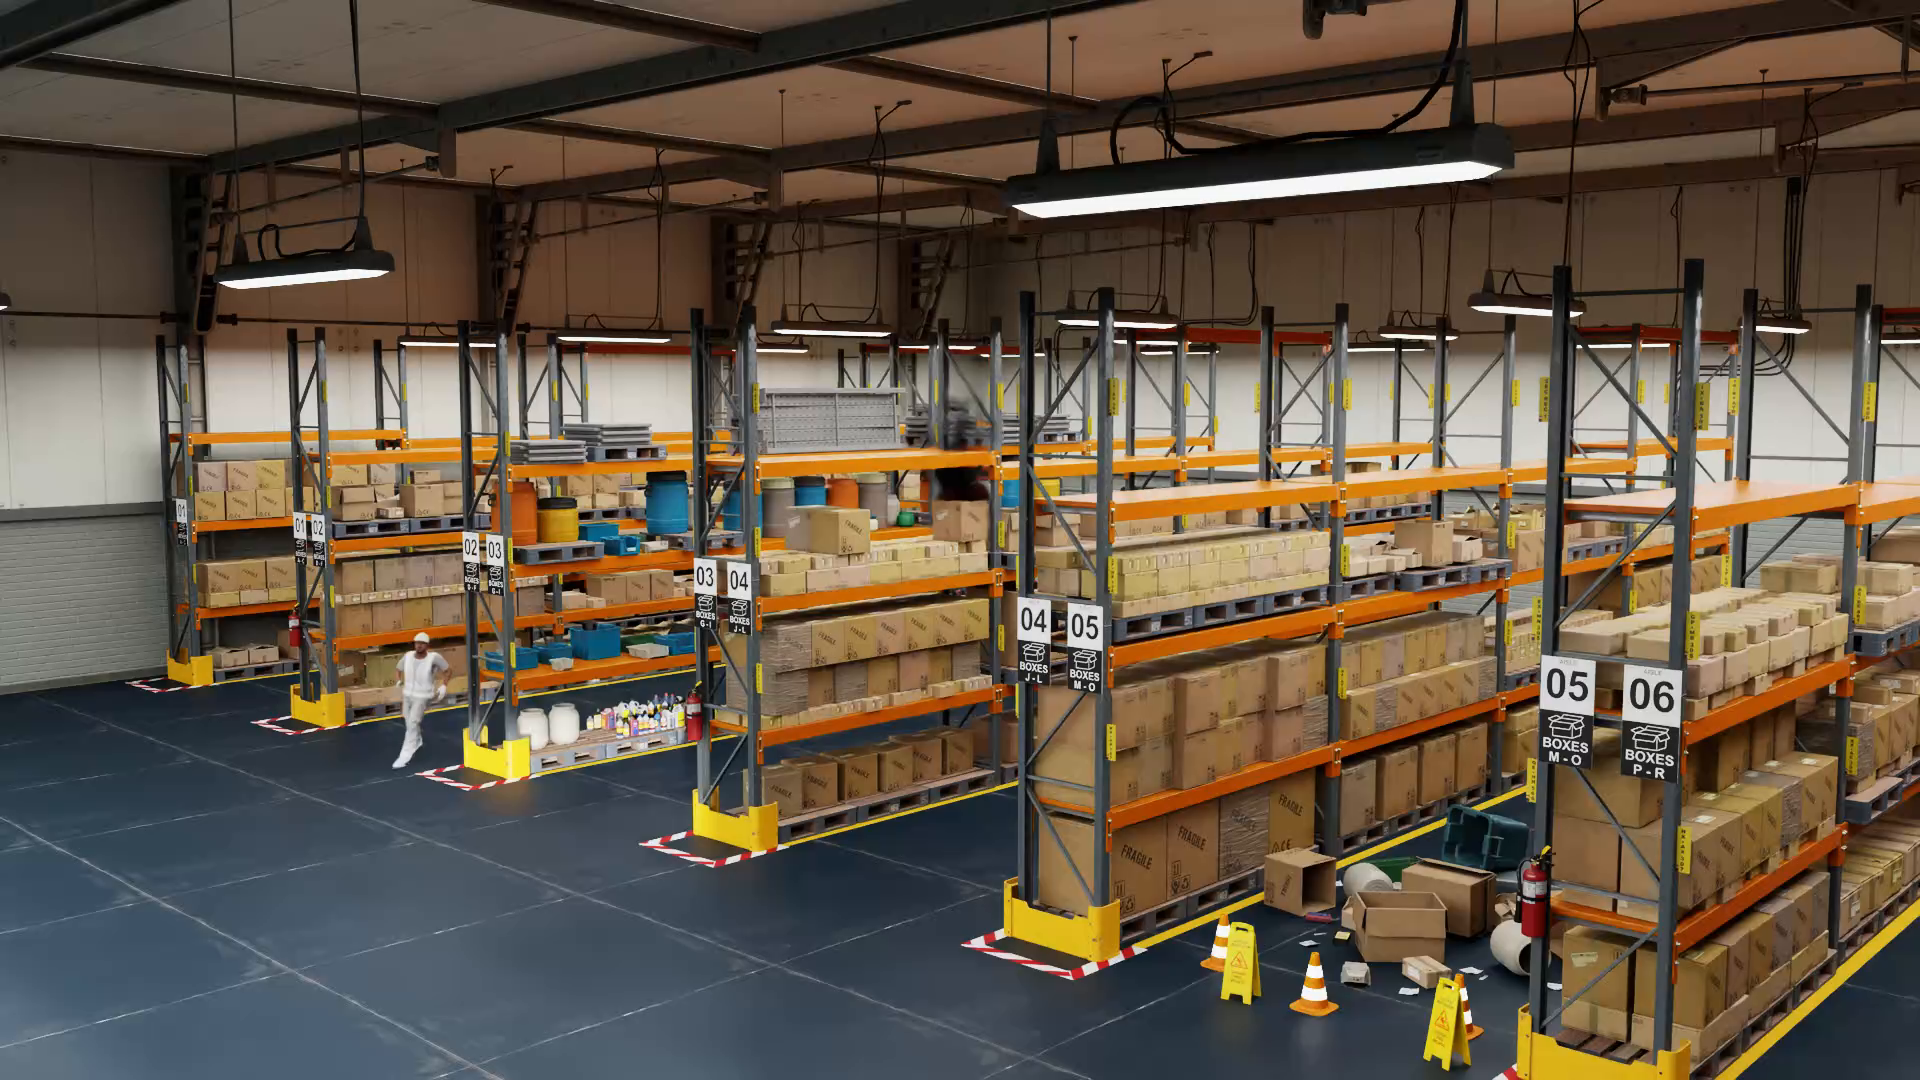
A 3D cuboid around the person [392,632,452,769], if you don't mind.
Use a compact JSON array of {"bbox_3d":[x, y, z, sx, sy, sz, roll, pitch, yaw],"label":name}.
[{"bbox_3d":[-7.393,2.151,22.693,0.739,1.790,0.895,1,6,13],"label":"person"}]
